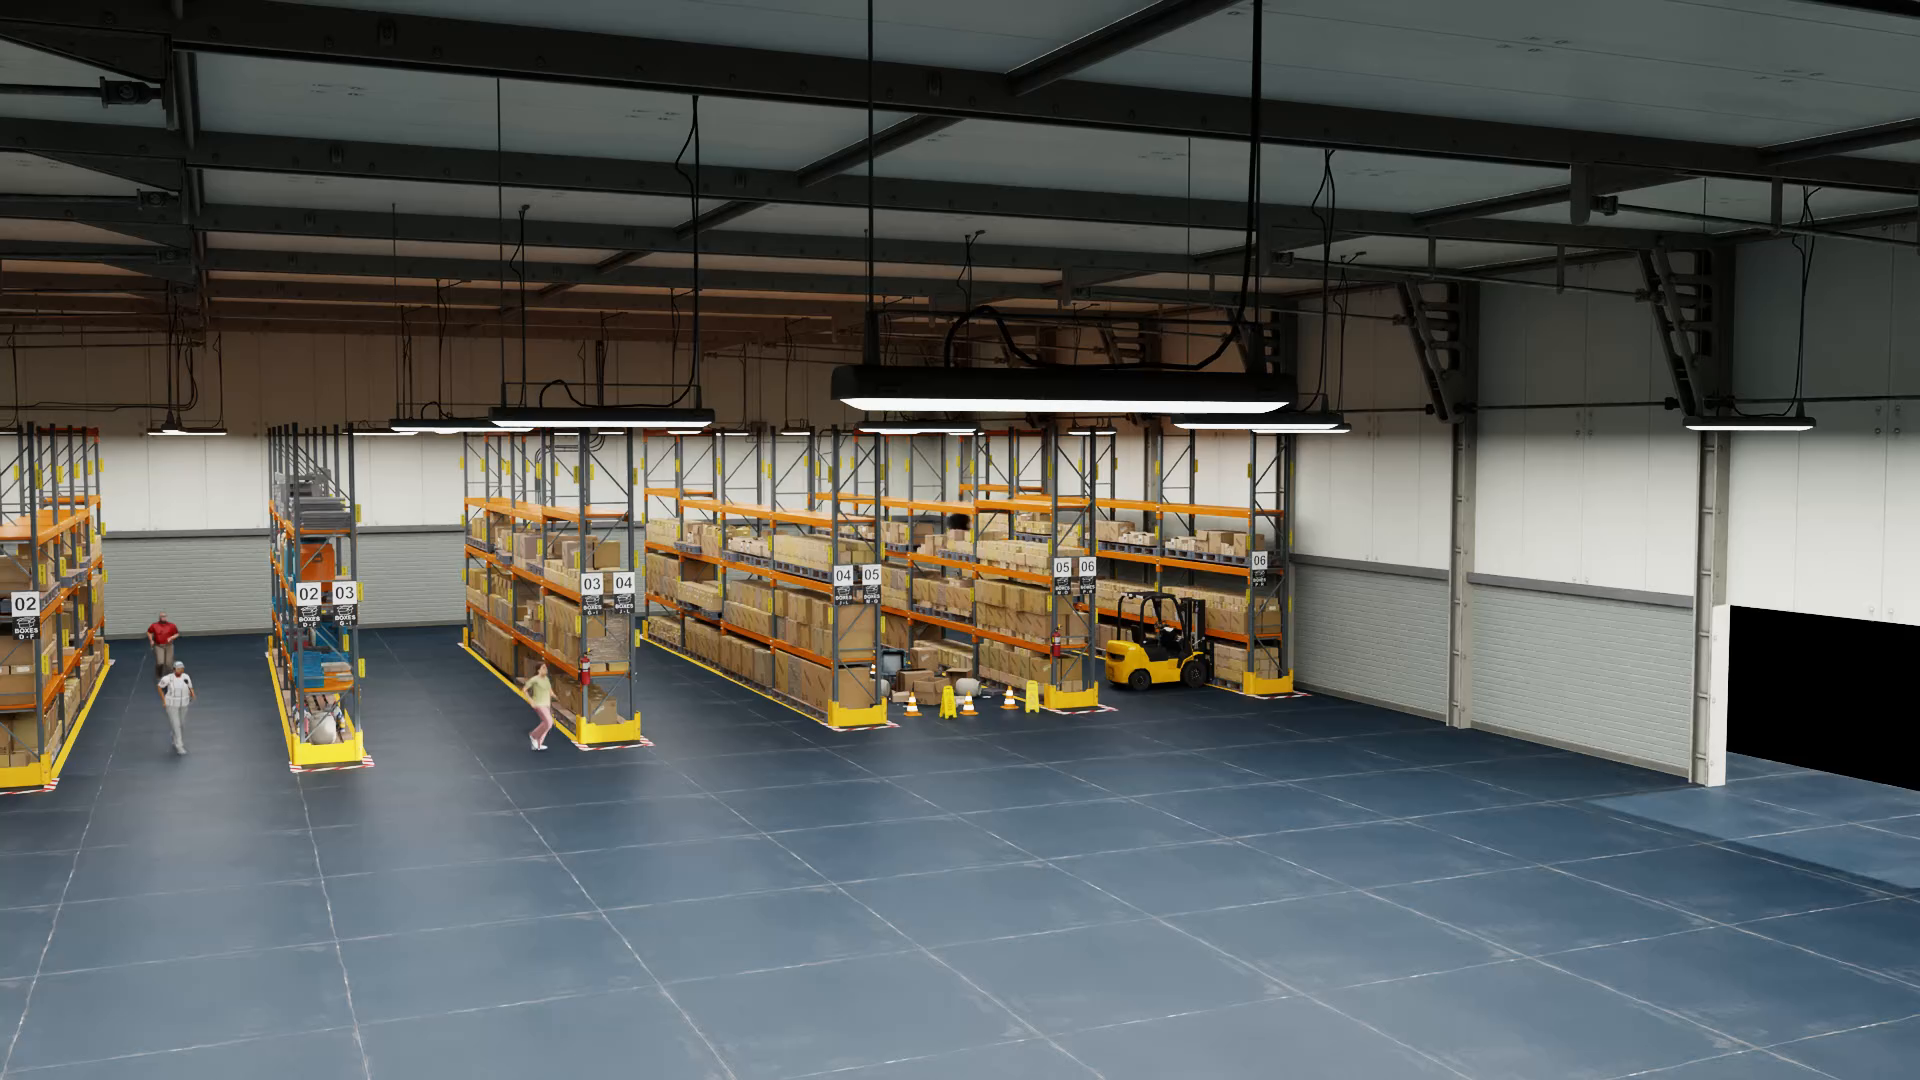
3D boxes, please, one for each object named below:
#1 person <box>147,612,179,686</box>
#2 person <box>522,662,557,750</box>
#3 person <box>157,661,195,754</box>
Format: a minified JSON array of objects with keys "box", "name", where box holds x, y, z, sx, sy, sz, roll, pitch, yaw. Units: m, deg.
[{"box":[-18.382,2.528,38.392,0.651,1.722,0.692,-2,4,-30],"name":"person"},{"box":[-7.630,3.040,30.442,0.549,1.623,0.573,2,4,24],"name":"person"},{"box":[-14.370,3.044,30.484,0.890,1.670,0.581,3,5,42],"name":"person"}]
